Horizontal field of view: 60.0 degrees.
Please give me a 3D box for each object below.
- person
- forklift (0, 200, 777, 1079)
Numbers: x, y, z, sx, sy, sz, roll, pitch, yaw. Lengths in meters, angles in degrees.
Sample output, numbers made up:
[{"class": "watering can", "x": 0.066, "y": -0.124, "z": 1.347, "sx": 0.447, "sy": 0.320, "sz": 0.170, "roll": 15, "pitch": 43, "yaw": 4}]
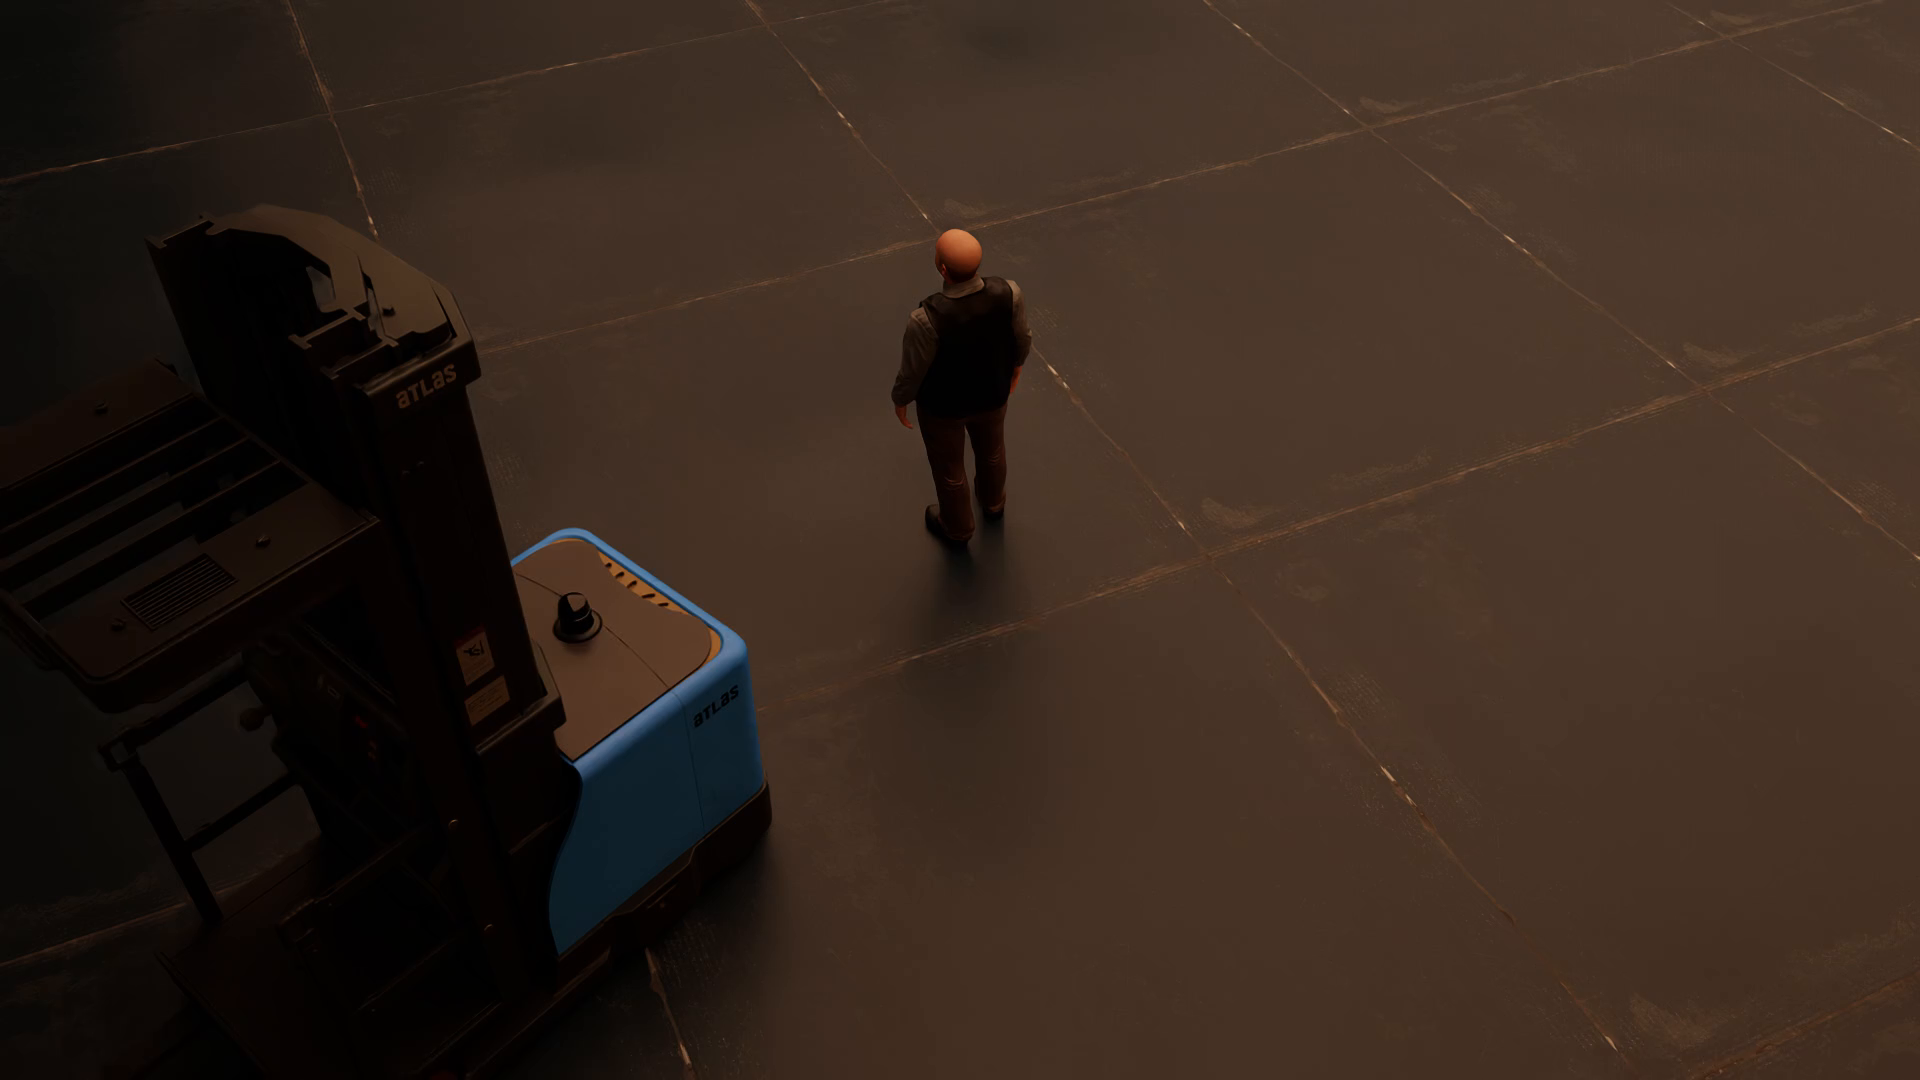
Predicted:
[{"class": "person", "x": -0.020, "y": -0.676, "z": 7.280, "sx": 0.634, "sy": 1.723, "sz": 0.566, "roll": -18, "pitch": 46, "yaw": -18}, {"class": "forklift", "x": -2.070, "y": 0.601, "z": 5.036, "sx": 1.130, "sy": 2.935, "sz": 3.031, "roll": 31, "pitch": 51, "yaw": 29}]
